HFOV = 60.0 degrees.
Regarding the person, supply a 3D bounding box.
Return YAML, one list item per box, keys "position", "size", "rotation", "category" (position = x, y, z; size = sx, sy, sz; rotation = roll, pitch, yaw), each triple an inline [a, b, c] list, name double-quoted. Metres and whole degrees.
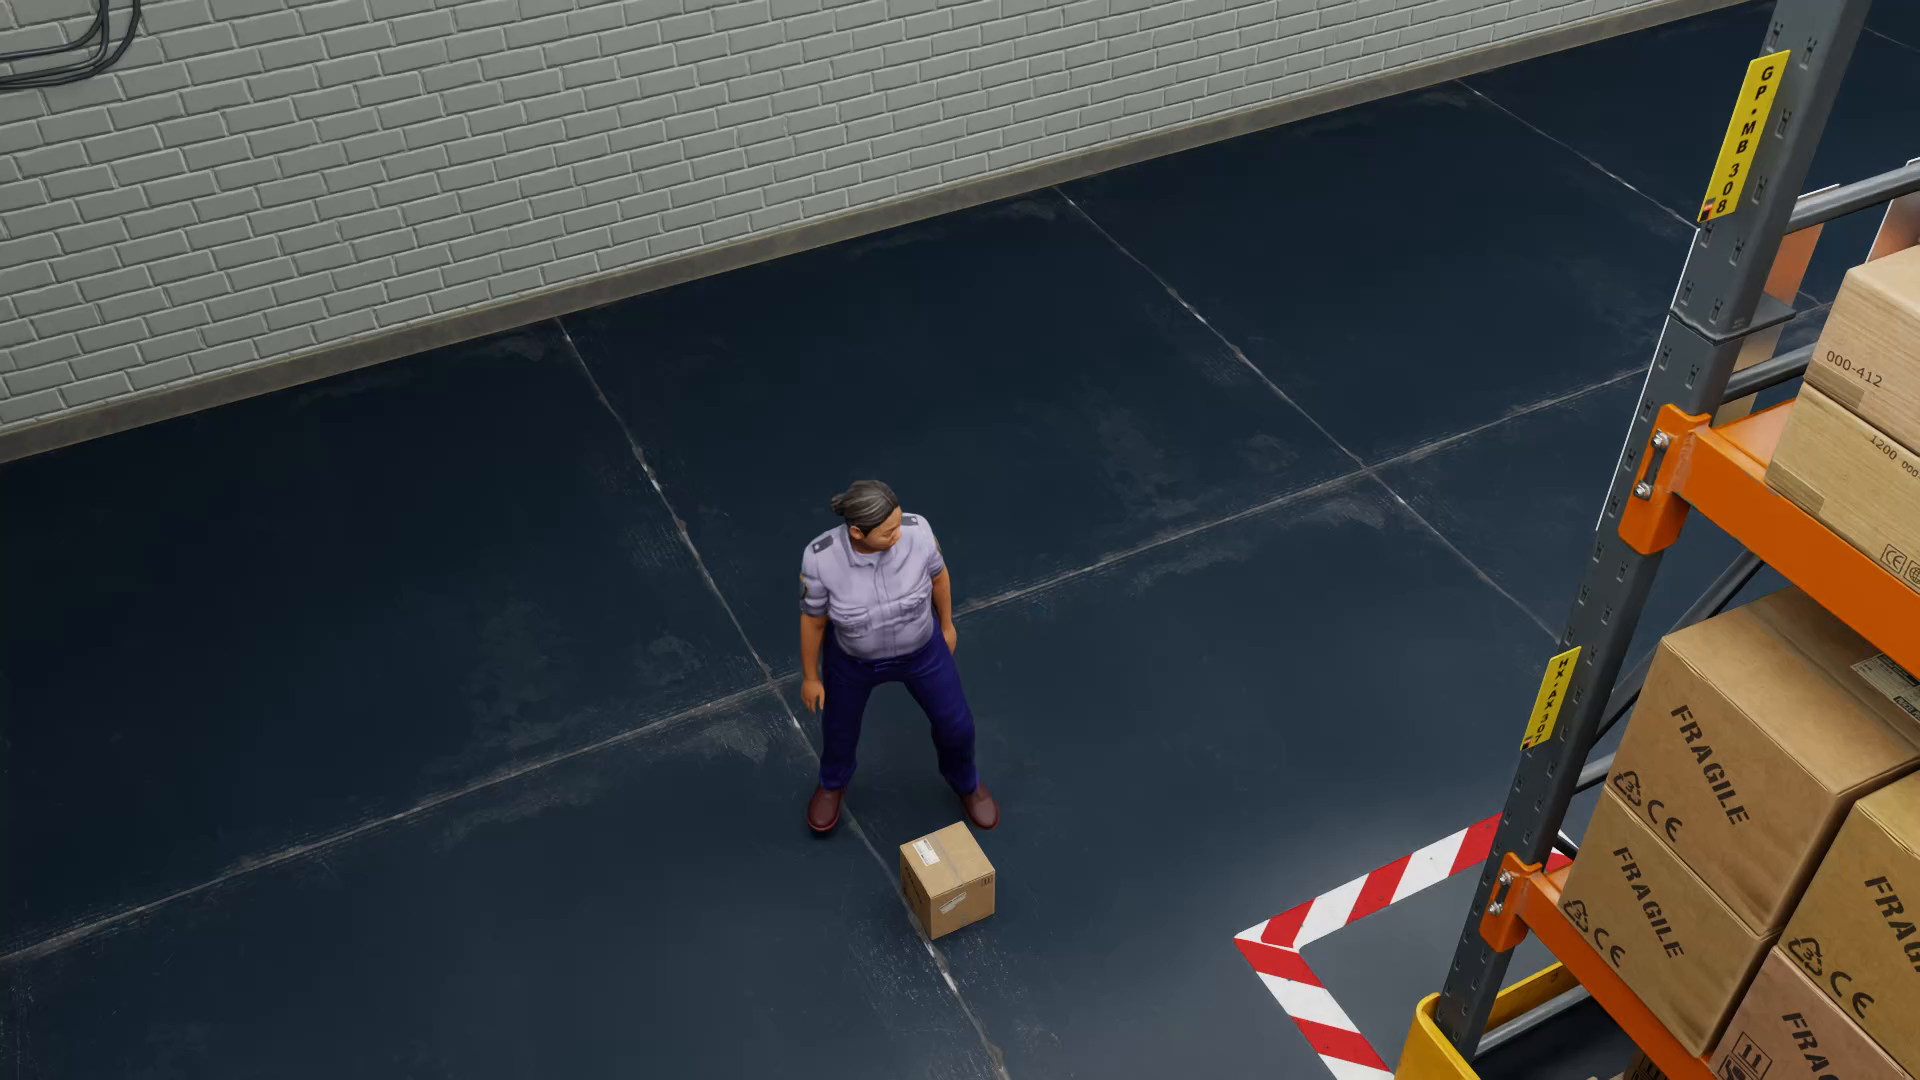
- position: [-0.221, 0.405, 5.729]
  size: [0.718, 1.661, 0.389]
  rotation: [-6, 42, -7]
  category: "person"
